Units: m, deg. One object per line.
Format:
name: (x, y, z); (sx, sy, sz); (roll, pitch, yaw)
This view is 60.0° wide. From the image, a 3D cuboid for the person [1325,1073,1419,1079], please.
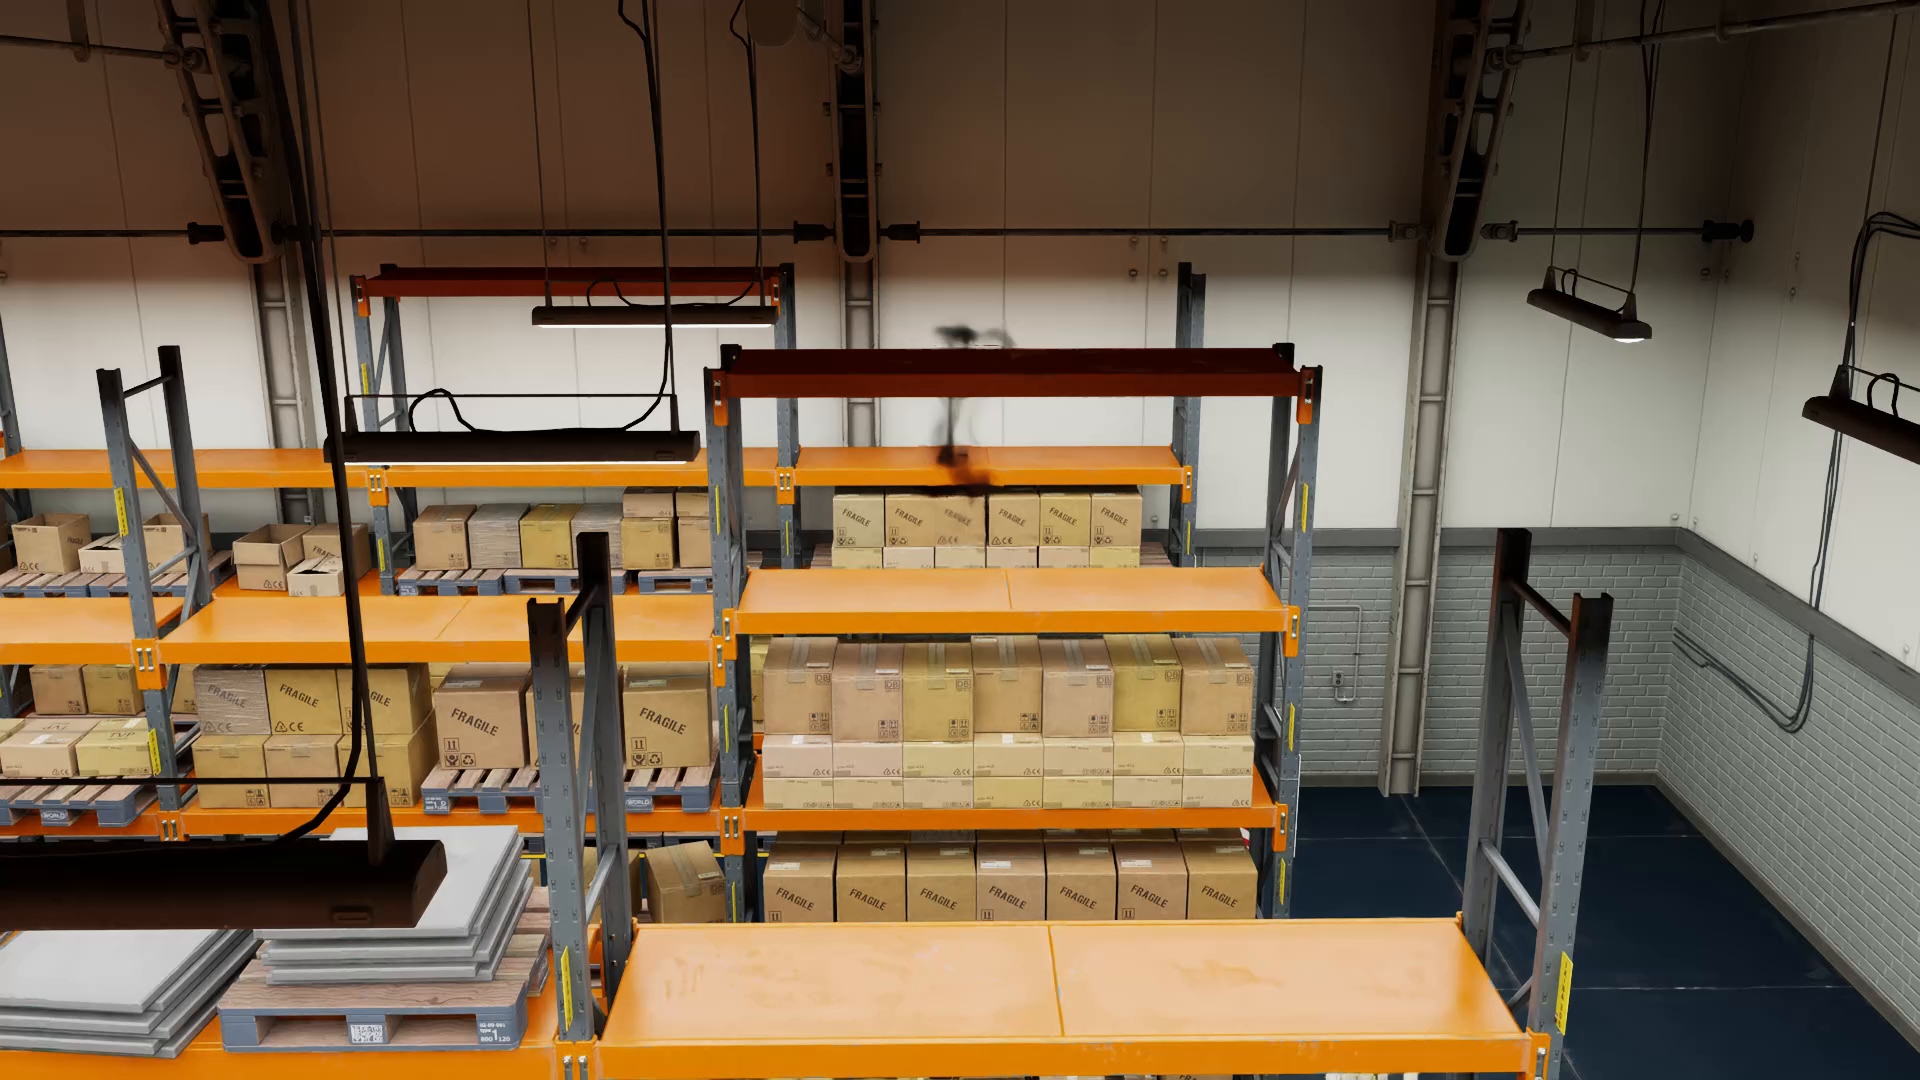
person: (2.876, 4.016, 11.842); (0.663, 1.680, 0.708); (10, 19, 32)
